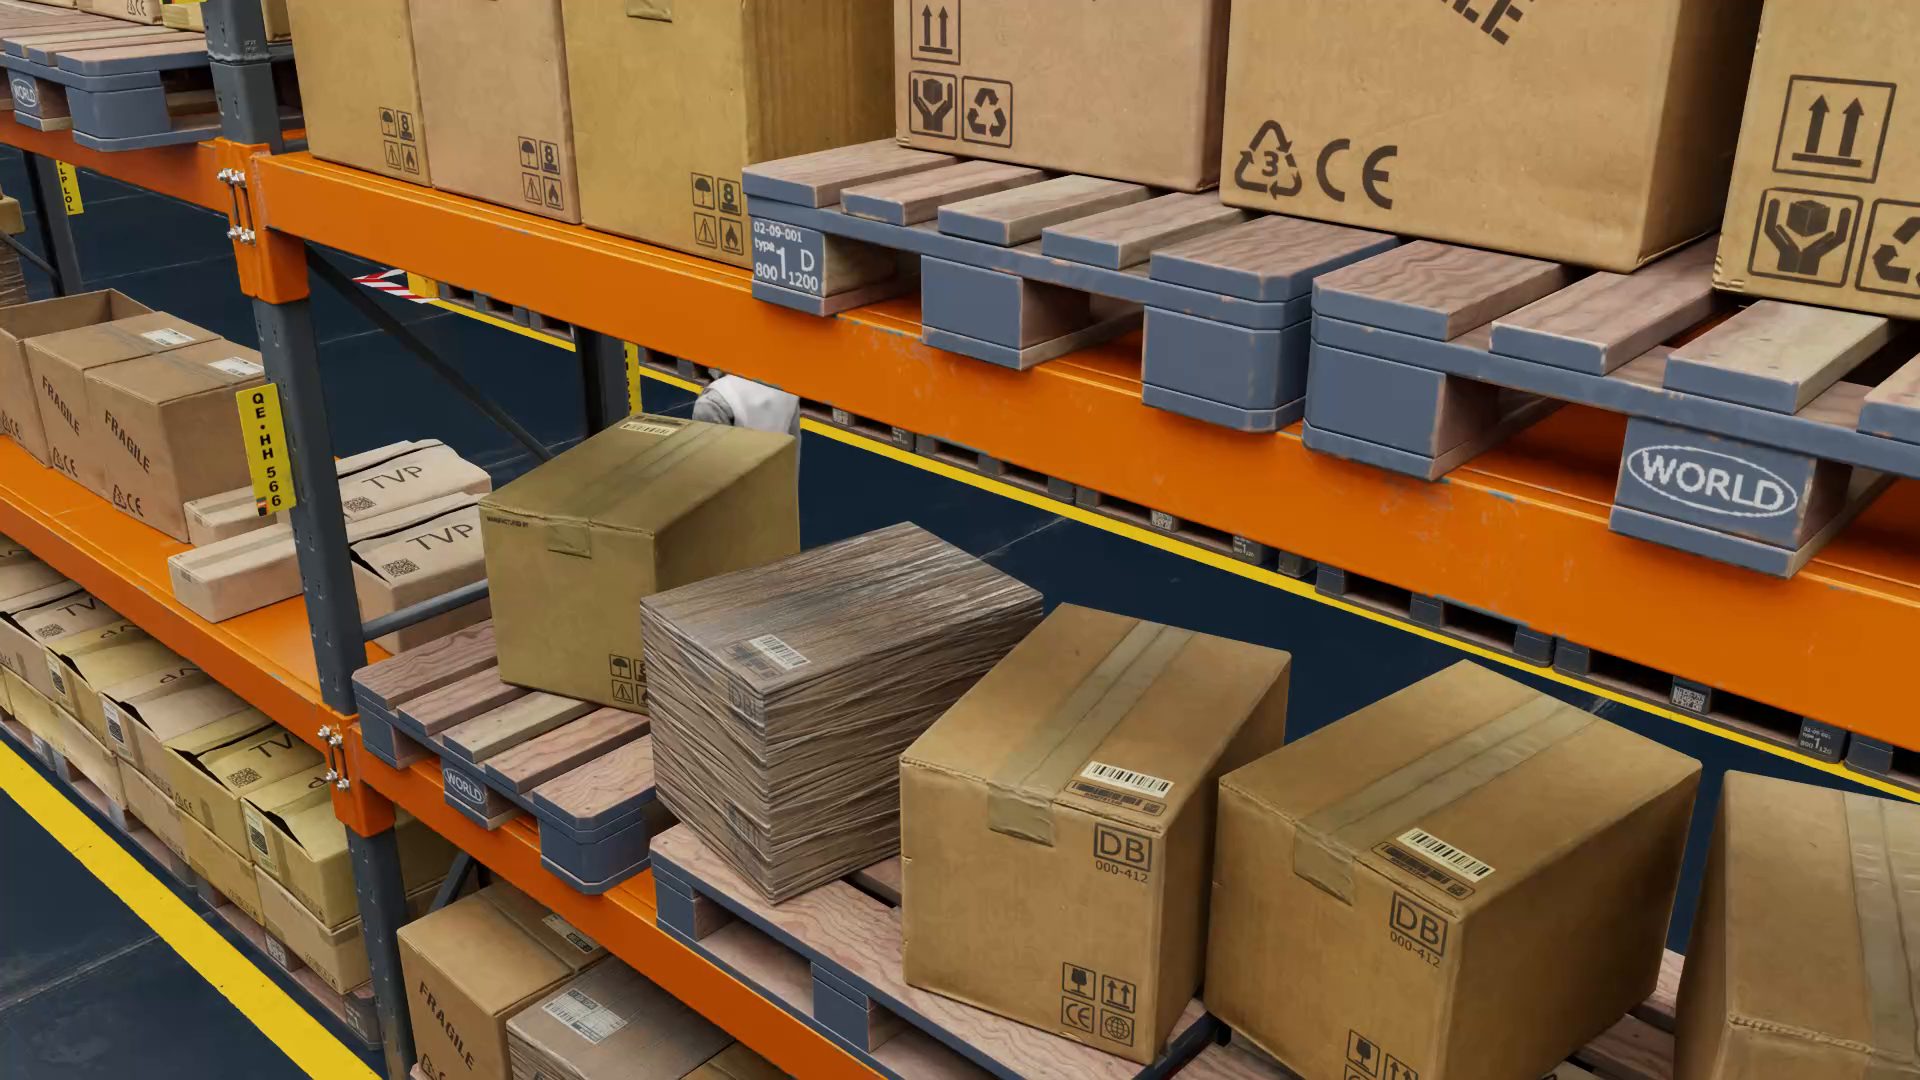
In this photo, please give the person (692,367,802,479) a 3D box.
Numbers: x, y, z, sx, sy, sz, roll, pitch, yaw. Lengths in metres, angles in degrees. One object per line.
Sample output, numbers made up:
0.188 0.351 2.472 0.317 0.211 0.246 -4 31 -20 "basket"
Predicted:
-0.900 -0.146 6.878 0.397 1.776 0.536 21 31 39 "person"
